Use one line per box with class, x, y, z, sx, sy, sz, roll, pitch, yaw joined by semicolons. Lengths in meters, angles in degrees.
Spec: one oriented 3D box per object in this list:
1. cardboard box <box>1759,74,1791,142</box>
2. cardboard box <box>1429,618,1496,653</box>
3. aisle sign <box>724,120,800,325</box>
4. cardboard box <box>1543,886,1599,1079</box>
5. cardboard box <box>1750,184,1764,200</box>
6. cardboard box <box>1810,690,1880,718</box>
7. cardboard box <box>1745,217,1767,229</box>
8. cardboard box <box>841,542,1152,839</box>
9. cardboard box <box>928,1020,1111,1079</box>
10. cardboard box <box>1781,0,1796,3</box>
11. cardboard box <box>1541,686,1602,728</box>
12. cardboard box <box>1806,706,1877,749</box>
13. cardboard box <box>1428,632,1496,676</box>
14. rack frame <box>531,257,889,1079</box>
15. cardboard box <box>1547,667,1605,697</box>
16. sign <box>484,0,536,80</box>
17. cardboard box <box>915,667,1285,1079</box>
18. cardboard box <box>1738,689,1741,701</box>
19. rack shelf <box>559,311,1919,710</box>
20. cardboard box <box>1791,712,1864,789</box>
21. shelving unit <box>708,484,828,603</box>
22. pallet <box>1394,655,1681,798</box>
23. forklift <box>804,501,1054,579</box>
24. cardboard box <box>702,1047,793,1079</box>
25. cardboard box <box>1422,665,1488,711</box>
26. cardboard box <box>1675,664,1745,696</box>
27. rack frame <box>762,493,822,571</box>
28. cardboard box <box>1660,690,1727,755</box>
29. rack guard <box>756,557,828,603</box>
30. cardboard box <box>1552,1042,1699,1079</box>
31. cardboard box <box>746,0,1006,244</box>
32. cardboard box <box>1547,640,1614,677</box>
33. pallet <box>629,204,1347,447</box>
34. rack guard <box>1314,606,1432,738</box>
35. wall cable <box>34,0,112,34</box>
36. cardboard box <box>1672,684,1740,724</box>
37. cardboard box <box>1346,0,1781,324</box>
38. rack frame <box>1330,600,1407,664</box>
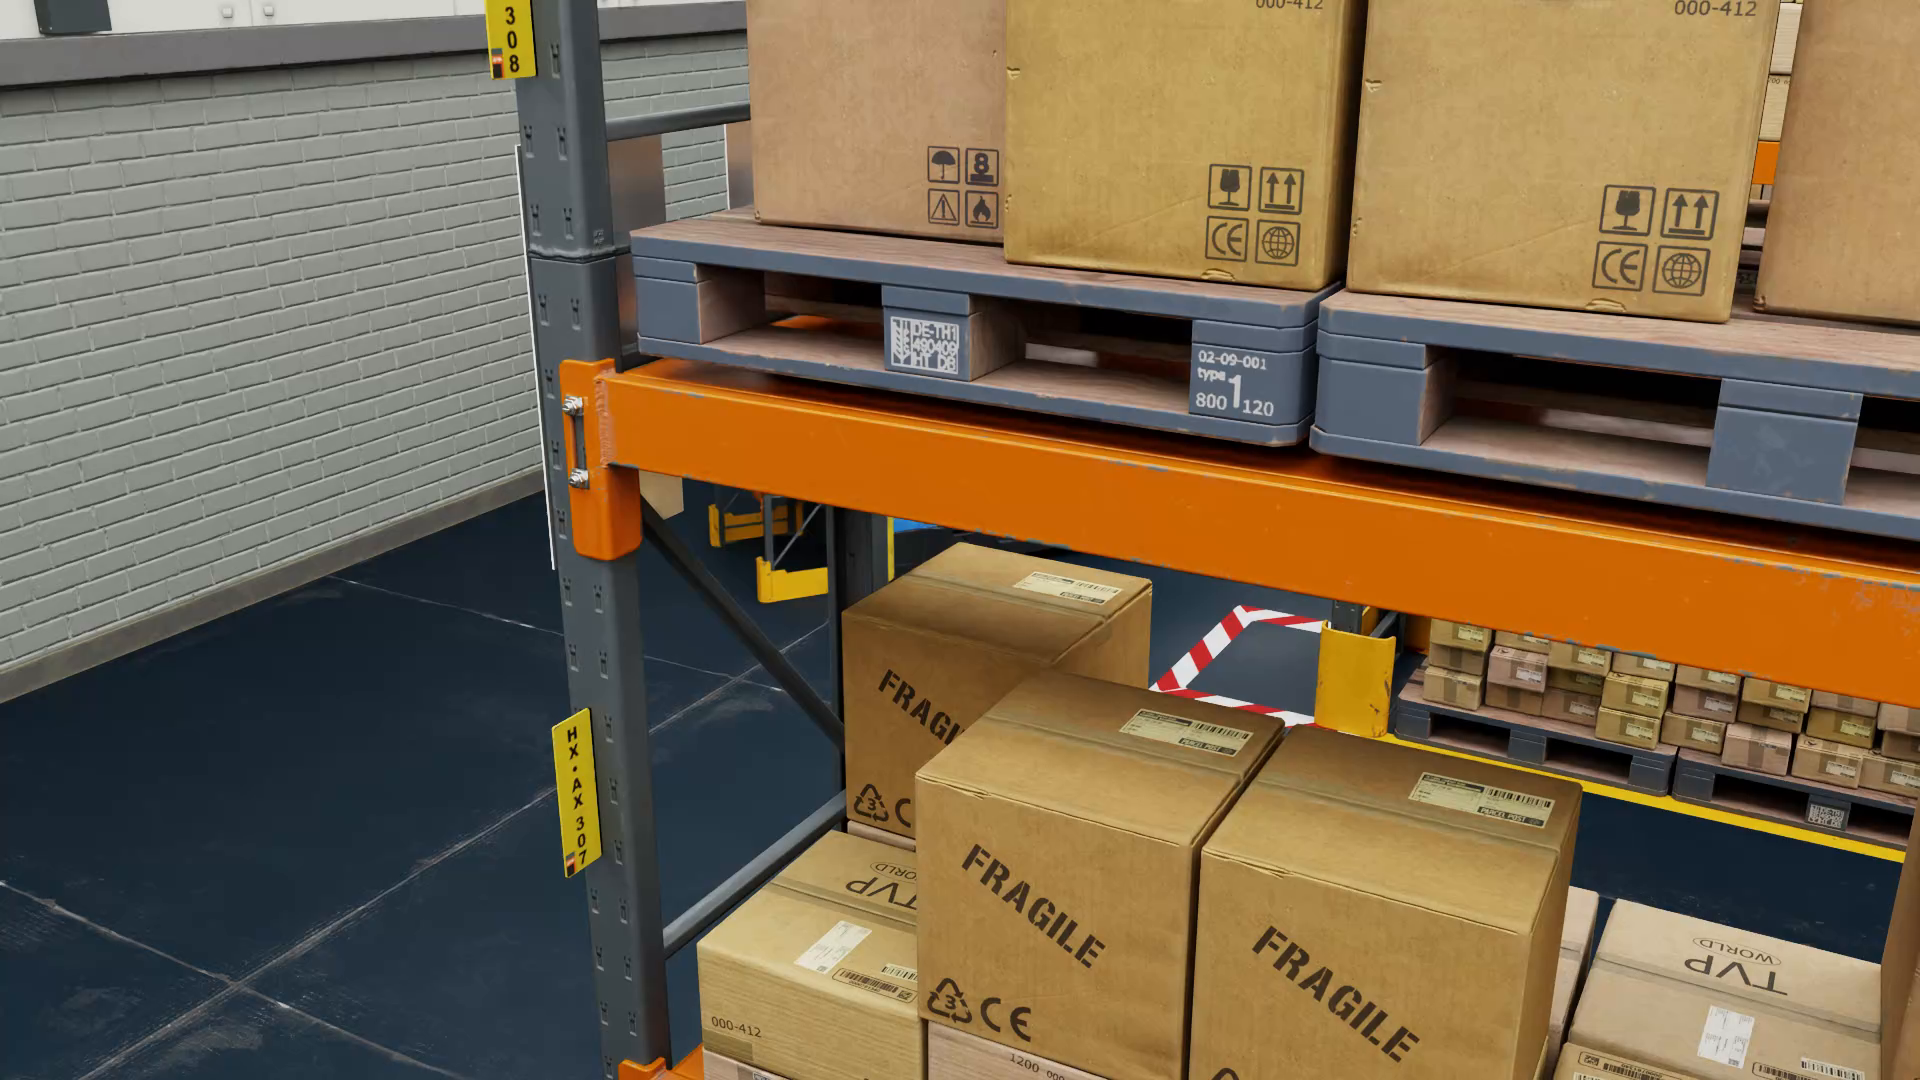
cardboard box;3.222;-1.706;6.491;0.500;0.250;0.500;10;22;26
cardboard box;2.333;0.363;7.657;0.250;0.149;0.380;10;22;25
aisle sign;-0.383;-0.552;3.675;0.004;0.787;0.394;11;23;27
cardboard box;0.973;0.873;3.343;0.500;0.250;0.500;10;22;25
cardboard box;5.101;-2.447;11.099;0.500;0.500;0.500;10;22;26
cardboard box;3.757;0.590;7.033;0.250;0.149;0.380;11;23;27
cardboard box;3.190;-1.016;6.718;0.500;0.500;0.500;10;22;26
cardboard box;0.087;0.353;3.678;0.500;0.500;0.500;11;23;28
cardboard box;0.278;0.947;3.139;0.500;0.250;0.500;10;22;27
cardboard box;3.116;-2.162;6.429;0.250;0.149;0.380;12;23;29
cardboard box;2.831;0.696;7.614;0.250;0.149;0.380;11;23;28
cardboard box;3.779;0.727;7.092;0.250;0.149;0.380;12;23;30
cardboard box;2.373;0.478;7.776;0.250;0.149;0.380;12;23;30
rack frame;-0.466;0.772;3.839;0.127;3.000;1.000;11;23;27
cardboard box;2.841;0.555;7.564;0.250;0.149;0.380;11;23;28
sign;-0.742;-0.922;2.712;0.005;0.325;0.100;11;23;27
cardboard box;0.258;0.593;3.015;0.500;0.500;0.500;10;22;26
cardboard box;3.540;0.623;7.813;0.250;0.149;0.380;10;22;25
rack shelf;1.280;0.032;2.533;4.000;0.370;1.077;11;23;27
cardboard box;3.699;0.890;7.076;0.250;0.149;0.380;11;23;27
shelving unit;-1.067;-0.554;9.692;0.587;1.500;1.083;-8;22;-22
pallet;2.799;0.781;7.902;1.213;0.211;1.003;11;23;27
forklift;0.590;-1.469;10.116;3.031;2.935;1.130;-9;22;-23
cardboard box;-0.317;1.047;3.448;0.250;0.149;0.380;11;23;28
cardboard box;2.342;0.637;7.775;0.250;0.149;0.380;11;23;28
cardboard box;3.284;0.519;7.228;0.250;0.149;0.380;12;23;29
rack frame;-0.860;-0.392;9.246;0.500;1.500;0.032;-8;22;-22
cardboard box;3.270;0.785;7.368;0.250;0.149;0.380;11;23;27
rack guard;-0.868;0.190;9.476;0.587;0.250;0.087;-8;22;-22
cardboard box;1.173;1.117;2.671;0.500;0.250;0.500;10;22;26
cardboard box;0.014;-0.859;3.027;0.500;0.500;0.700;9;22;24
cardboard box;2.789;0.453;7.409;0.250;0.149;0.380;11;23;27
pallet;0.186;-0.476;3.011;1.213;0.211;1.003;11;23;27
rack guard;2.107;0.500;8.254;0.348;0.500;1.175;11;23;27
wall cable;-3.722;-5.527;7.688;0.120;5.999;2.277;11;23;27
cardboard box;3.290;0.646;7.314;0.250;0.149;0.380;10;22;25
cardboard box;0.921;-0.658;2.473;0.500;0.500;0.700;9;22;24
rack frame;2.041;-0.688;7.863;0.127;3.000;1.000;11;23;27
